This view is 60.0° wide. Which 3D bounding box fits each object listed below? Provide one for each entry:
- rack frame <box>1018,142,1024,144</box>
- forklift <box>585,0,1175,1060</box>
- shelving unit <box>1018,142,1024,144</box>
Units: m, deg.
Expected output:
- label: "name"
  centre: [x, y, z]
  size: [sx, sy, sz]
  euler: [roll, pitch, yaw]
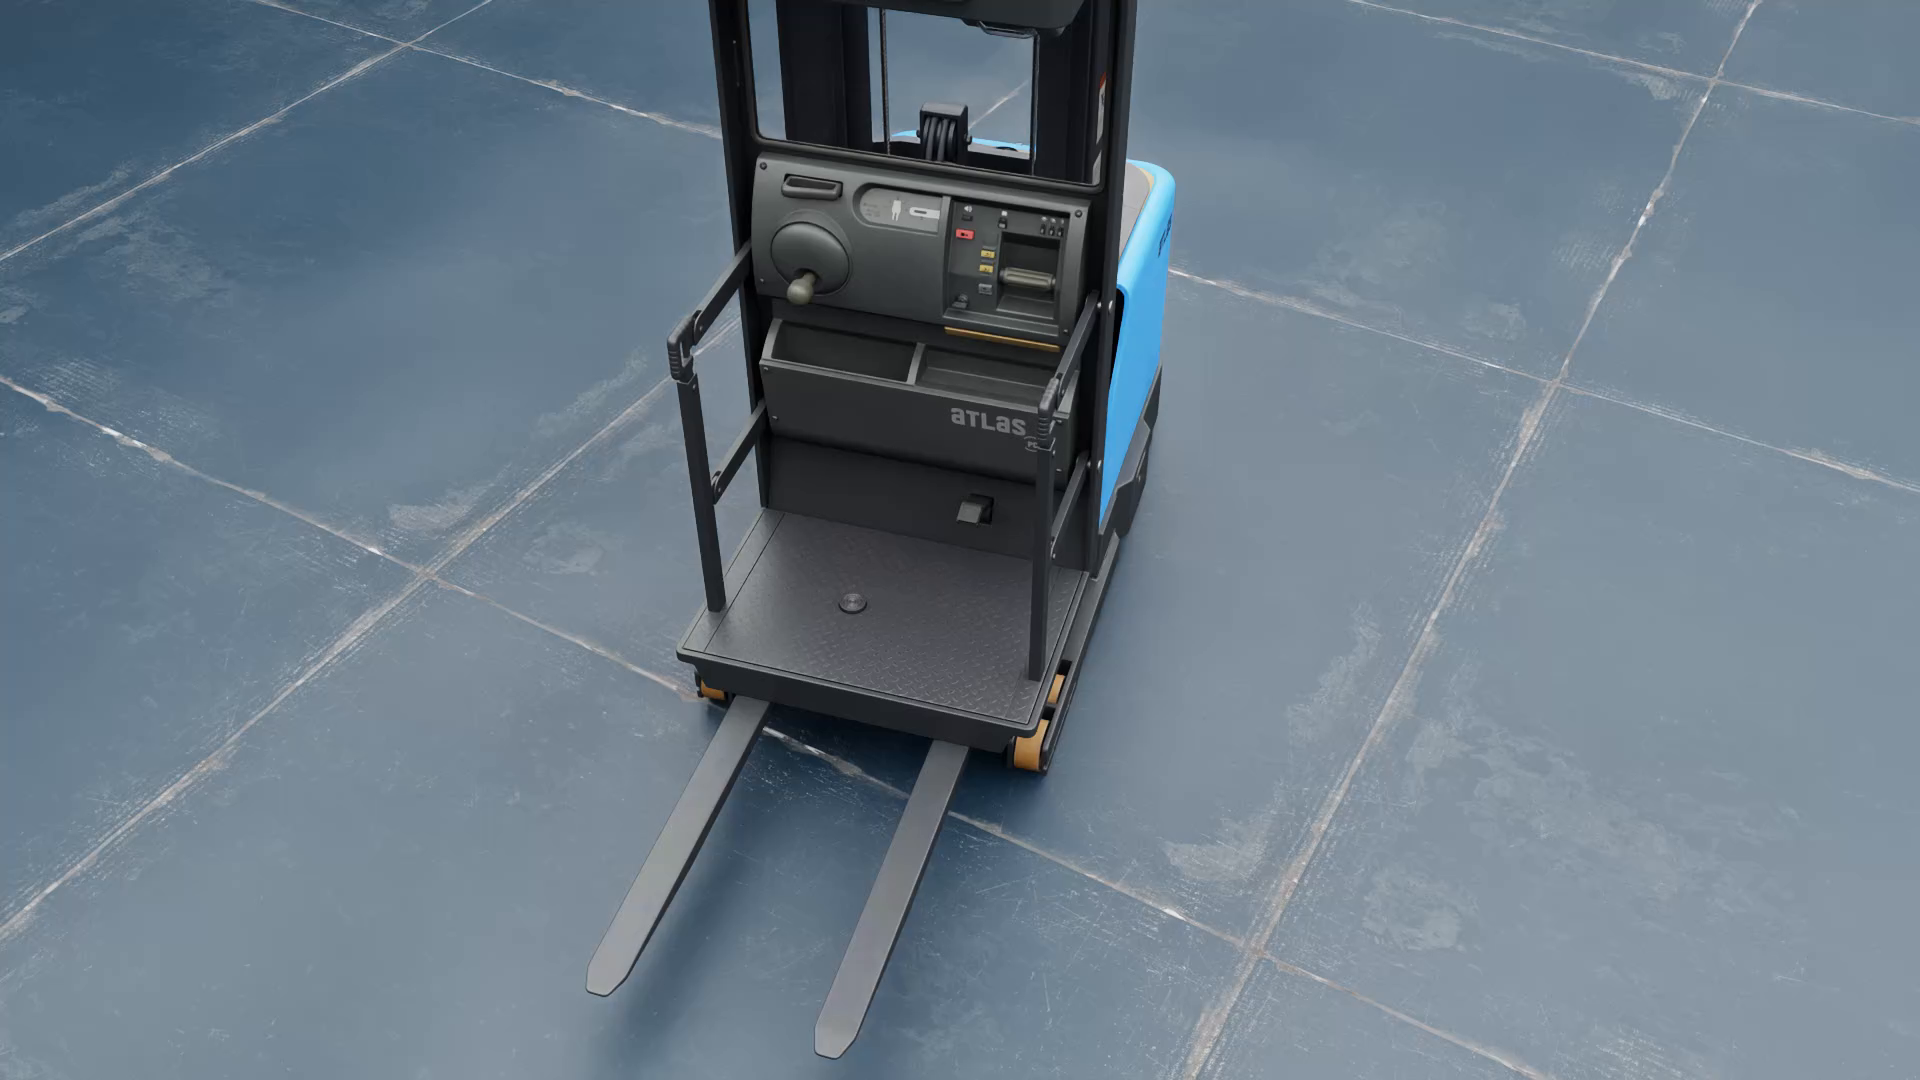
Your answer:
- label: "rack frame"
  centre: [0.315, -1.060, 6.274]
  size: [0.240, 0.900, 0.006]
  euler: [11, 38, 13]
- label: "forklift"
  centre: [-0.179, -0.706, 4.334]
  size: [1.130, 2.935, 3.031]
  euler: [11, 43, 12]
- label: "shelving unit"
  centre: [0.285, -1.002, 6.196]
  size: [0.258, 0.900, 0.210]
  euler: [11, 38, 13]
